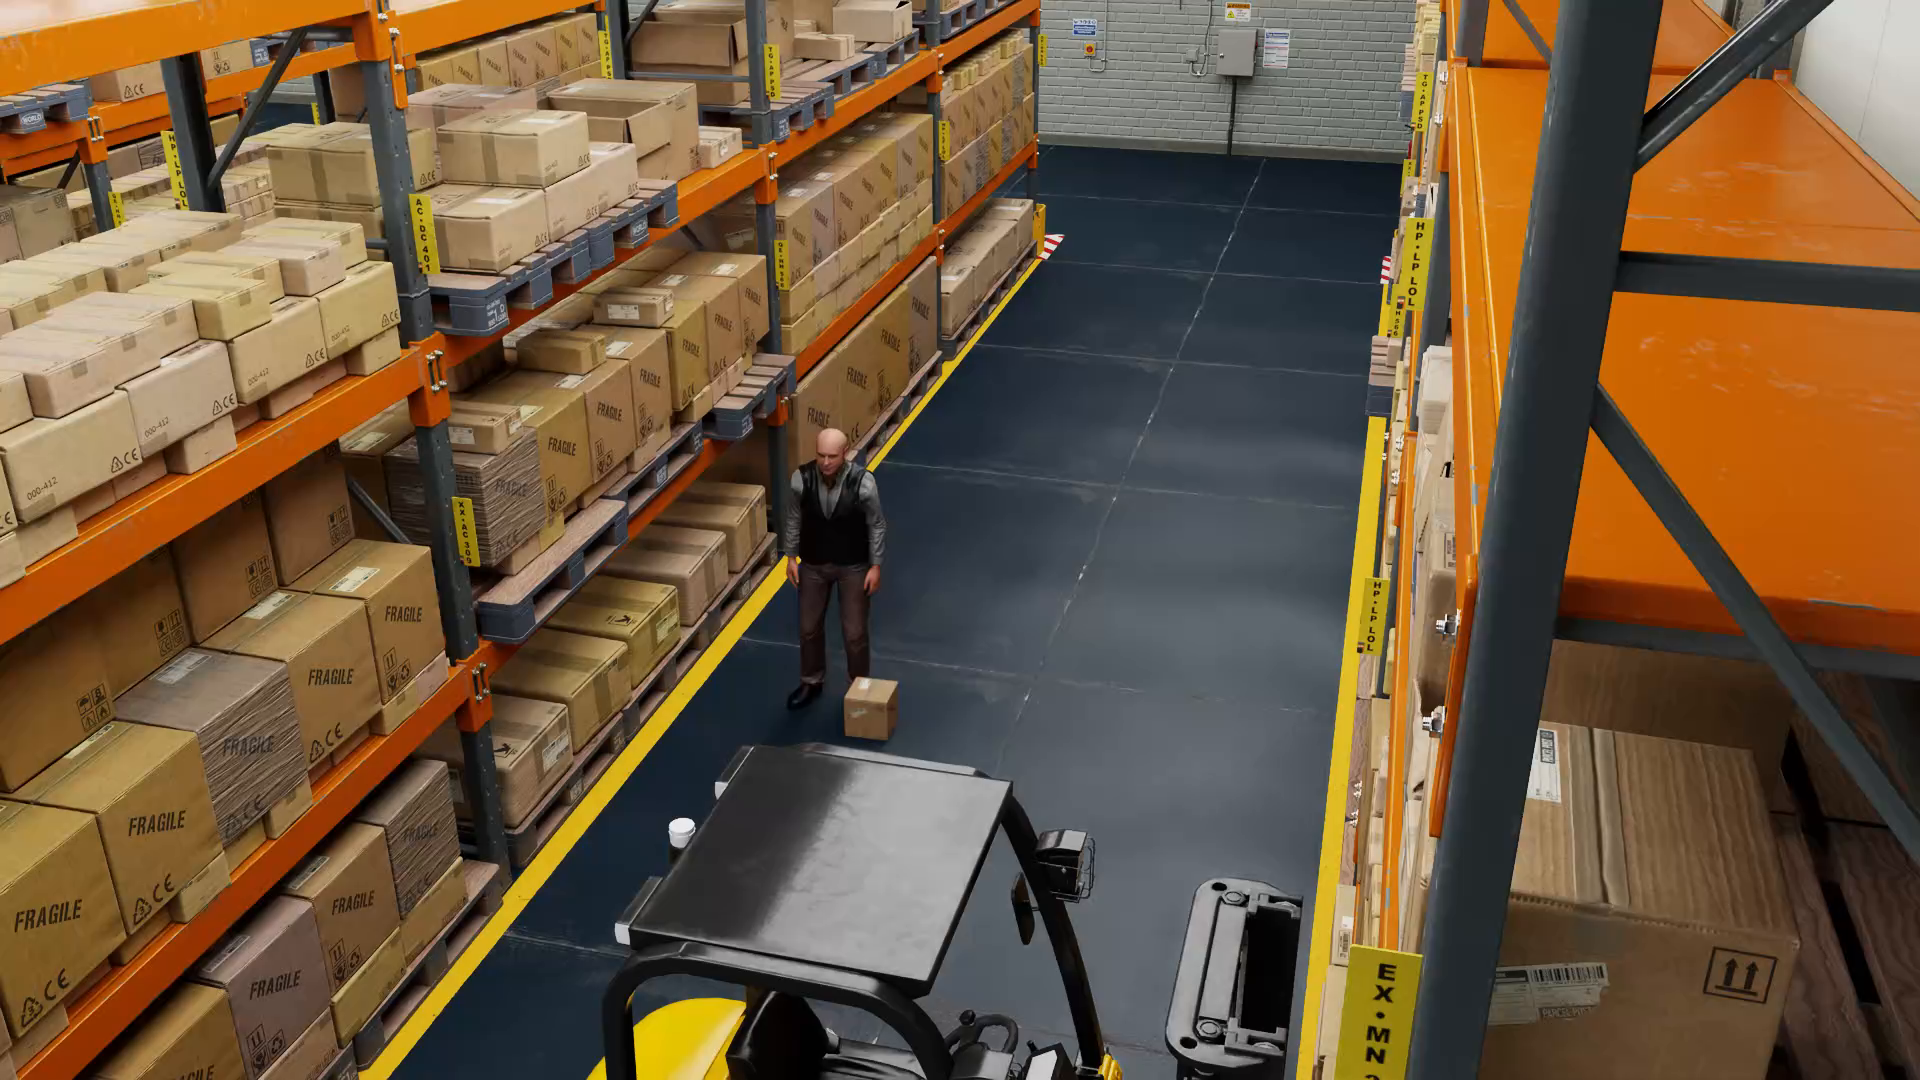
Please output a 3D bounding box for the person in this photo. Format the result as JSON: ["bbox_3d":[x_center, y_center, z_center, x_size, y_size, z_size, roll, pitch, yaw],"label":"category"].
[{"bbox_3d":[-0.702,0.194,9.451,0.576,1.614,0.418,5,26,11],"label":"person"}]
